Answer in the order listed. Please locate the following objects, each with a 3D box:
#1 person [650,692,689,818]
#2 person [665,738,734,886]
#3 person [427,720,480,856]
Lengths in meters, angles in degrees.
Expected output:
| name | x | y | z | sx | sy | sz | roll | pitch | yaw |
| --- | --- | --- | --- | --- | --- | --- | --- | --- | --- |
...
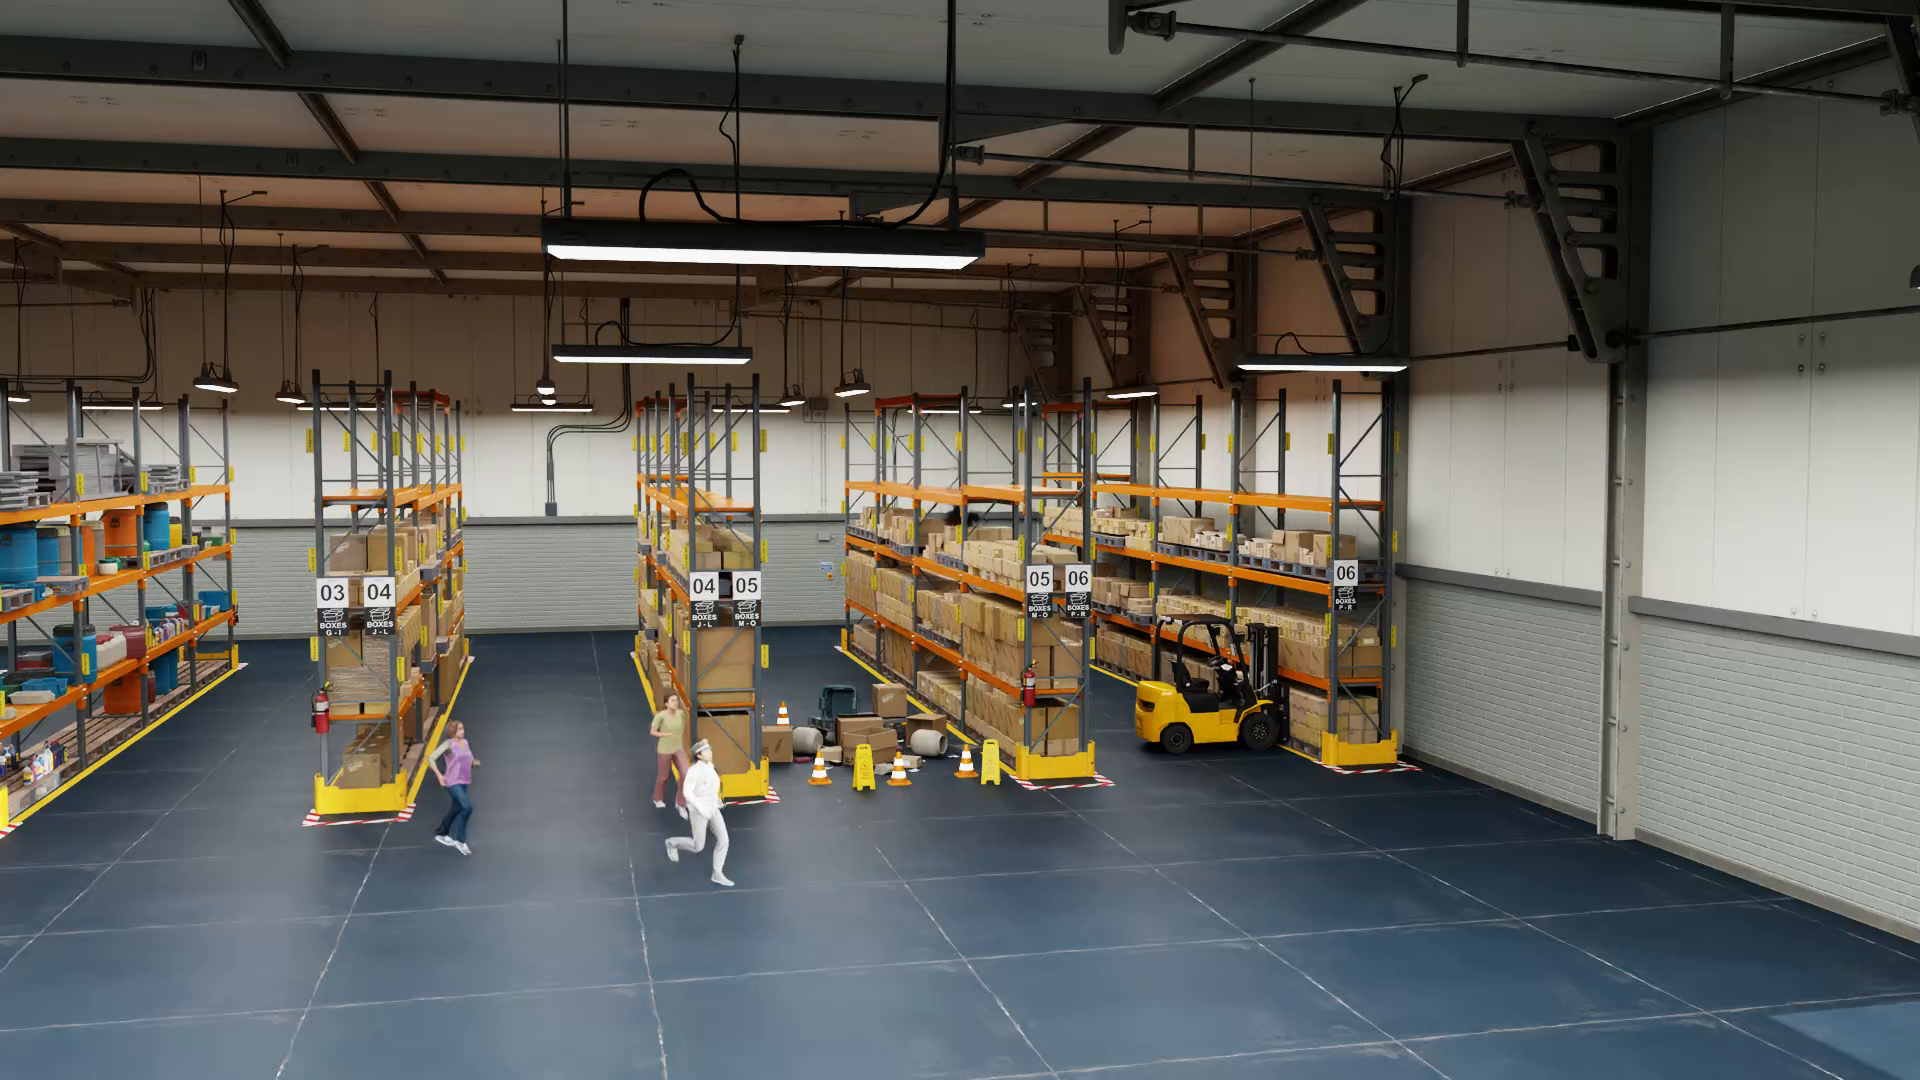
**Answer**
| name | x | y | z | sx | sy | sz | roll | pitch | yaw |
| --- | --- | --- | --- | --- | --- | --- | --- | --- | --- |
| person | -3.940 | 2.881 | 22.490 | 0.600 | 1.687 | 0.783 | -2 | 4 | -35 |
| person | -2.956 | 3.097 | 19.020 | 0.834 | 1.677 | 0.614 | 2 | 4 | 28 |
| person | -6.167 | 3.032 | 20.369 | 0.707 | 1.630 | 0.505 | 1 | 3 | 19 |
